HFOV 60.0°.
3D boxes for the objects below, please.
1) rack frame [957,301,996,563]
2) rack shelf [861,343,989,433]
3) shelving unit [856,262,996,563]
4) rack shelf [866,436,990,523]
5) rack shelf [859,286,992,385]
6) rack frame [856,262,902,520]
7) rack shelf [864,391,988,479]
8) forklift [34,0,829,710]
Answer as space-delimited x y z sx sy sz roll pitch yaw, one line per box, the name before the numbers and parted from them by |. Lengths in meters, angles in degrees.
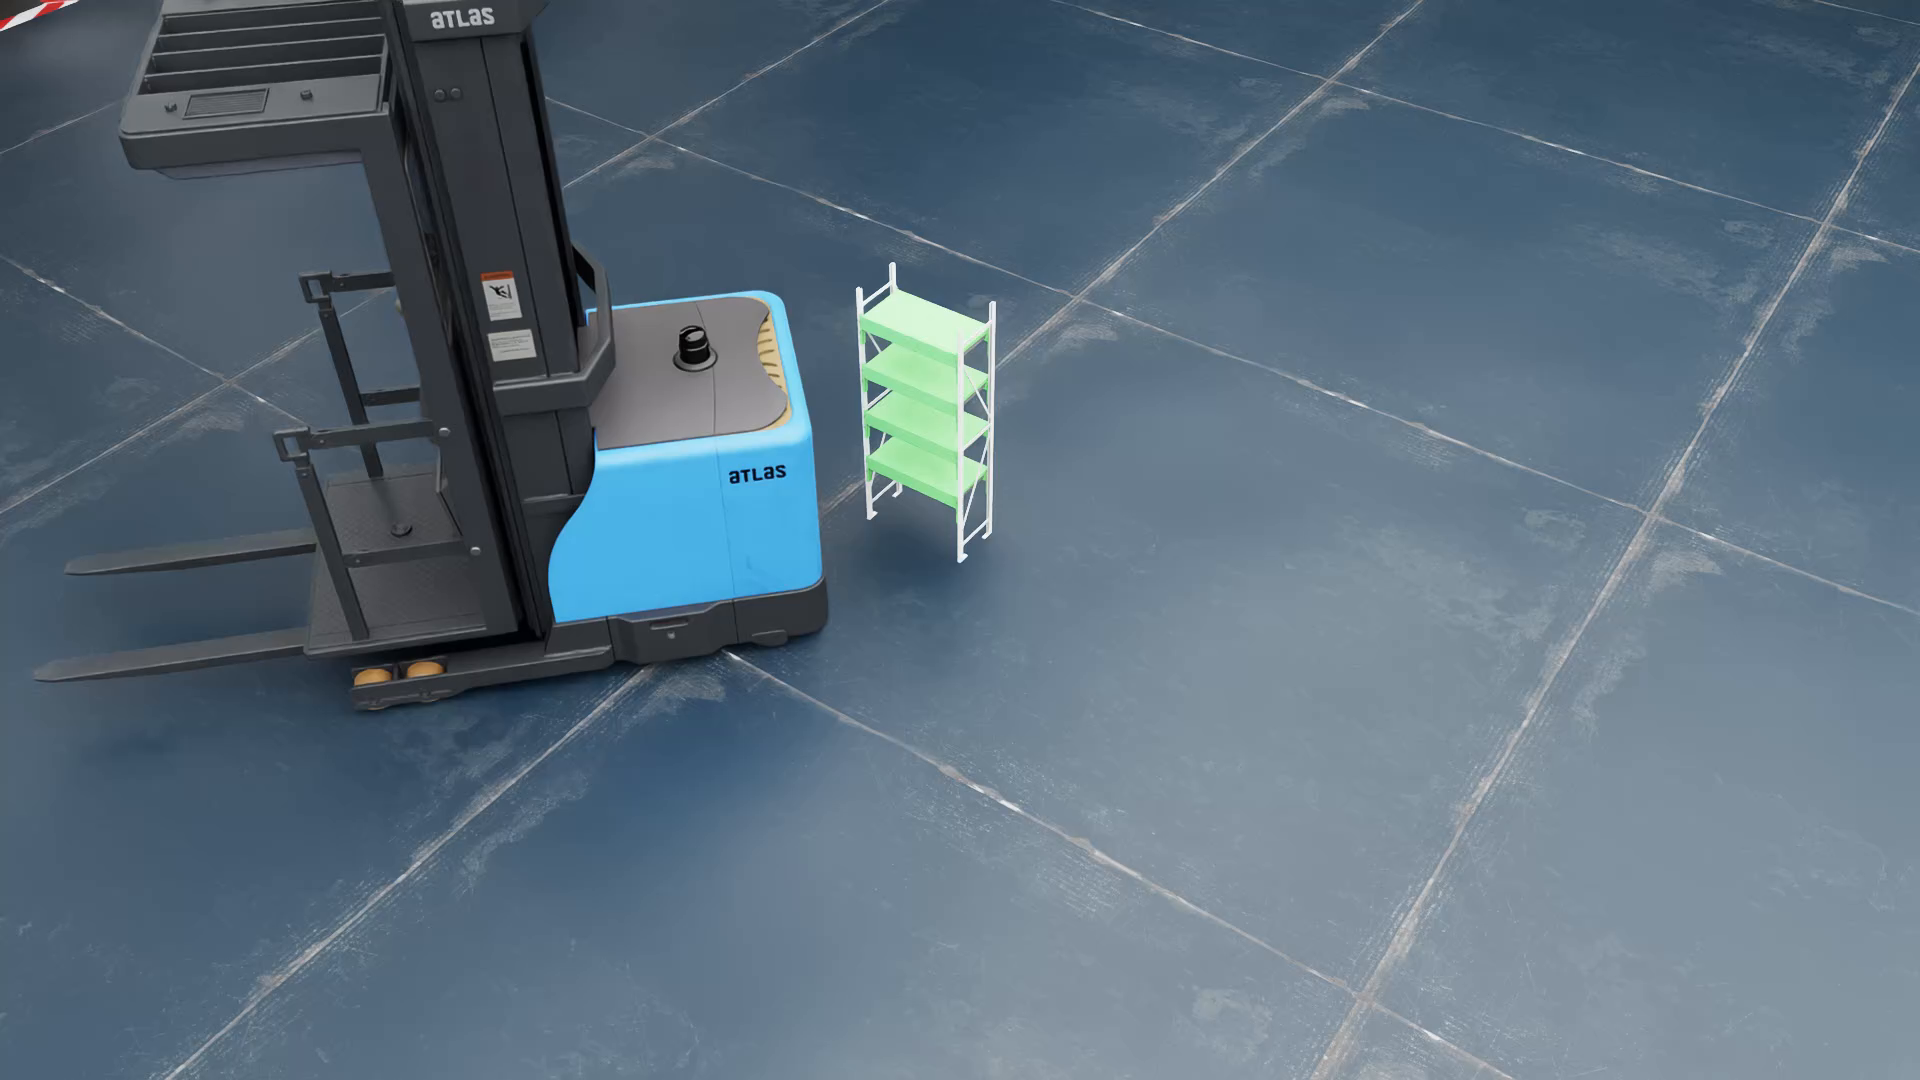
rack frame | 0.064 -0.417 6.816 0.015 1.200 0.240 25 48 25
rack shelf | -0.136 -0.642 6.803 0.480 0.148 0.258 25 48 25
shelving unit | -0.136 -0.511 6.921 0.503 1.200 0.258 25 48 25
rack shelf | -0.136 -0.284 7.123 0.480 0.148 0.258 25 48 25
rack shelf | -0.136 -0.821 6.643 0.480 0.148 0.258 25 48 25
rack frame | -0.335 -0.604 7.025 0.015 1.200 0.240 25 48 25
rack shelf | -0.136 -0.463 6.963 0.480 0.148 0.258 25 48 25
forklift | -2.106 -0.814 5.962 3.031 2.935 1.130 -8 42 -9
